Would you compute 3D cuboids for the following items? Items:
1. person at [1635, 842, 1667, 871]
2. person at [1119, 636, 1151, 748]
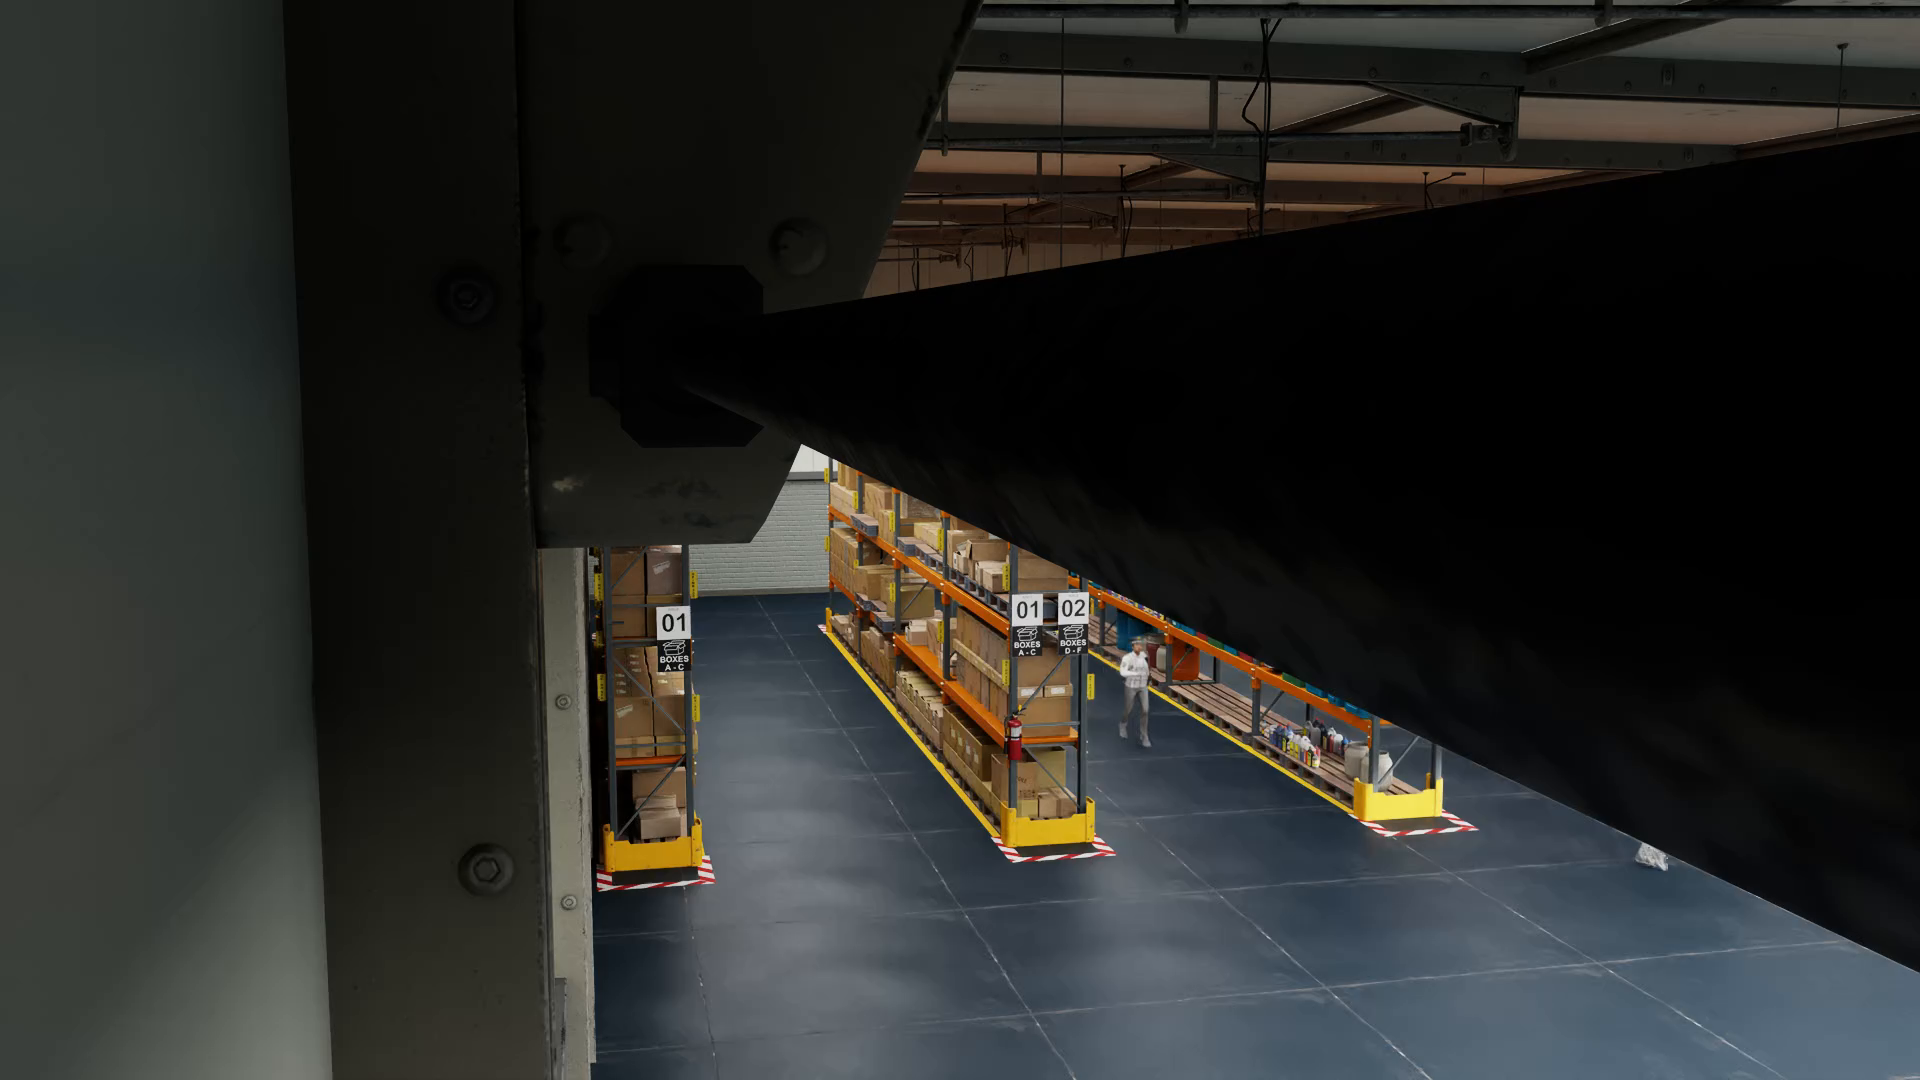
[{"bbox_3d":[8.508,3.149,20.014,0.635,1.648,0.578,2,7,15],"label":"person"},{"bbox_3d":[2.762,2.360,26.302,0.612,1.748,0.805,-2,7,-19],"label":"person"}]
